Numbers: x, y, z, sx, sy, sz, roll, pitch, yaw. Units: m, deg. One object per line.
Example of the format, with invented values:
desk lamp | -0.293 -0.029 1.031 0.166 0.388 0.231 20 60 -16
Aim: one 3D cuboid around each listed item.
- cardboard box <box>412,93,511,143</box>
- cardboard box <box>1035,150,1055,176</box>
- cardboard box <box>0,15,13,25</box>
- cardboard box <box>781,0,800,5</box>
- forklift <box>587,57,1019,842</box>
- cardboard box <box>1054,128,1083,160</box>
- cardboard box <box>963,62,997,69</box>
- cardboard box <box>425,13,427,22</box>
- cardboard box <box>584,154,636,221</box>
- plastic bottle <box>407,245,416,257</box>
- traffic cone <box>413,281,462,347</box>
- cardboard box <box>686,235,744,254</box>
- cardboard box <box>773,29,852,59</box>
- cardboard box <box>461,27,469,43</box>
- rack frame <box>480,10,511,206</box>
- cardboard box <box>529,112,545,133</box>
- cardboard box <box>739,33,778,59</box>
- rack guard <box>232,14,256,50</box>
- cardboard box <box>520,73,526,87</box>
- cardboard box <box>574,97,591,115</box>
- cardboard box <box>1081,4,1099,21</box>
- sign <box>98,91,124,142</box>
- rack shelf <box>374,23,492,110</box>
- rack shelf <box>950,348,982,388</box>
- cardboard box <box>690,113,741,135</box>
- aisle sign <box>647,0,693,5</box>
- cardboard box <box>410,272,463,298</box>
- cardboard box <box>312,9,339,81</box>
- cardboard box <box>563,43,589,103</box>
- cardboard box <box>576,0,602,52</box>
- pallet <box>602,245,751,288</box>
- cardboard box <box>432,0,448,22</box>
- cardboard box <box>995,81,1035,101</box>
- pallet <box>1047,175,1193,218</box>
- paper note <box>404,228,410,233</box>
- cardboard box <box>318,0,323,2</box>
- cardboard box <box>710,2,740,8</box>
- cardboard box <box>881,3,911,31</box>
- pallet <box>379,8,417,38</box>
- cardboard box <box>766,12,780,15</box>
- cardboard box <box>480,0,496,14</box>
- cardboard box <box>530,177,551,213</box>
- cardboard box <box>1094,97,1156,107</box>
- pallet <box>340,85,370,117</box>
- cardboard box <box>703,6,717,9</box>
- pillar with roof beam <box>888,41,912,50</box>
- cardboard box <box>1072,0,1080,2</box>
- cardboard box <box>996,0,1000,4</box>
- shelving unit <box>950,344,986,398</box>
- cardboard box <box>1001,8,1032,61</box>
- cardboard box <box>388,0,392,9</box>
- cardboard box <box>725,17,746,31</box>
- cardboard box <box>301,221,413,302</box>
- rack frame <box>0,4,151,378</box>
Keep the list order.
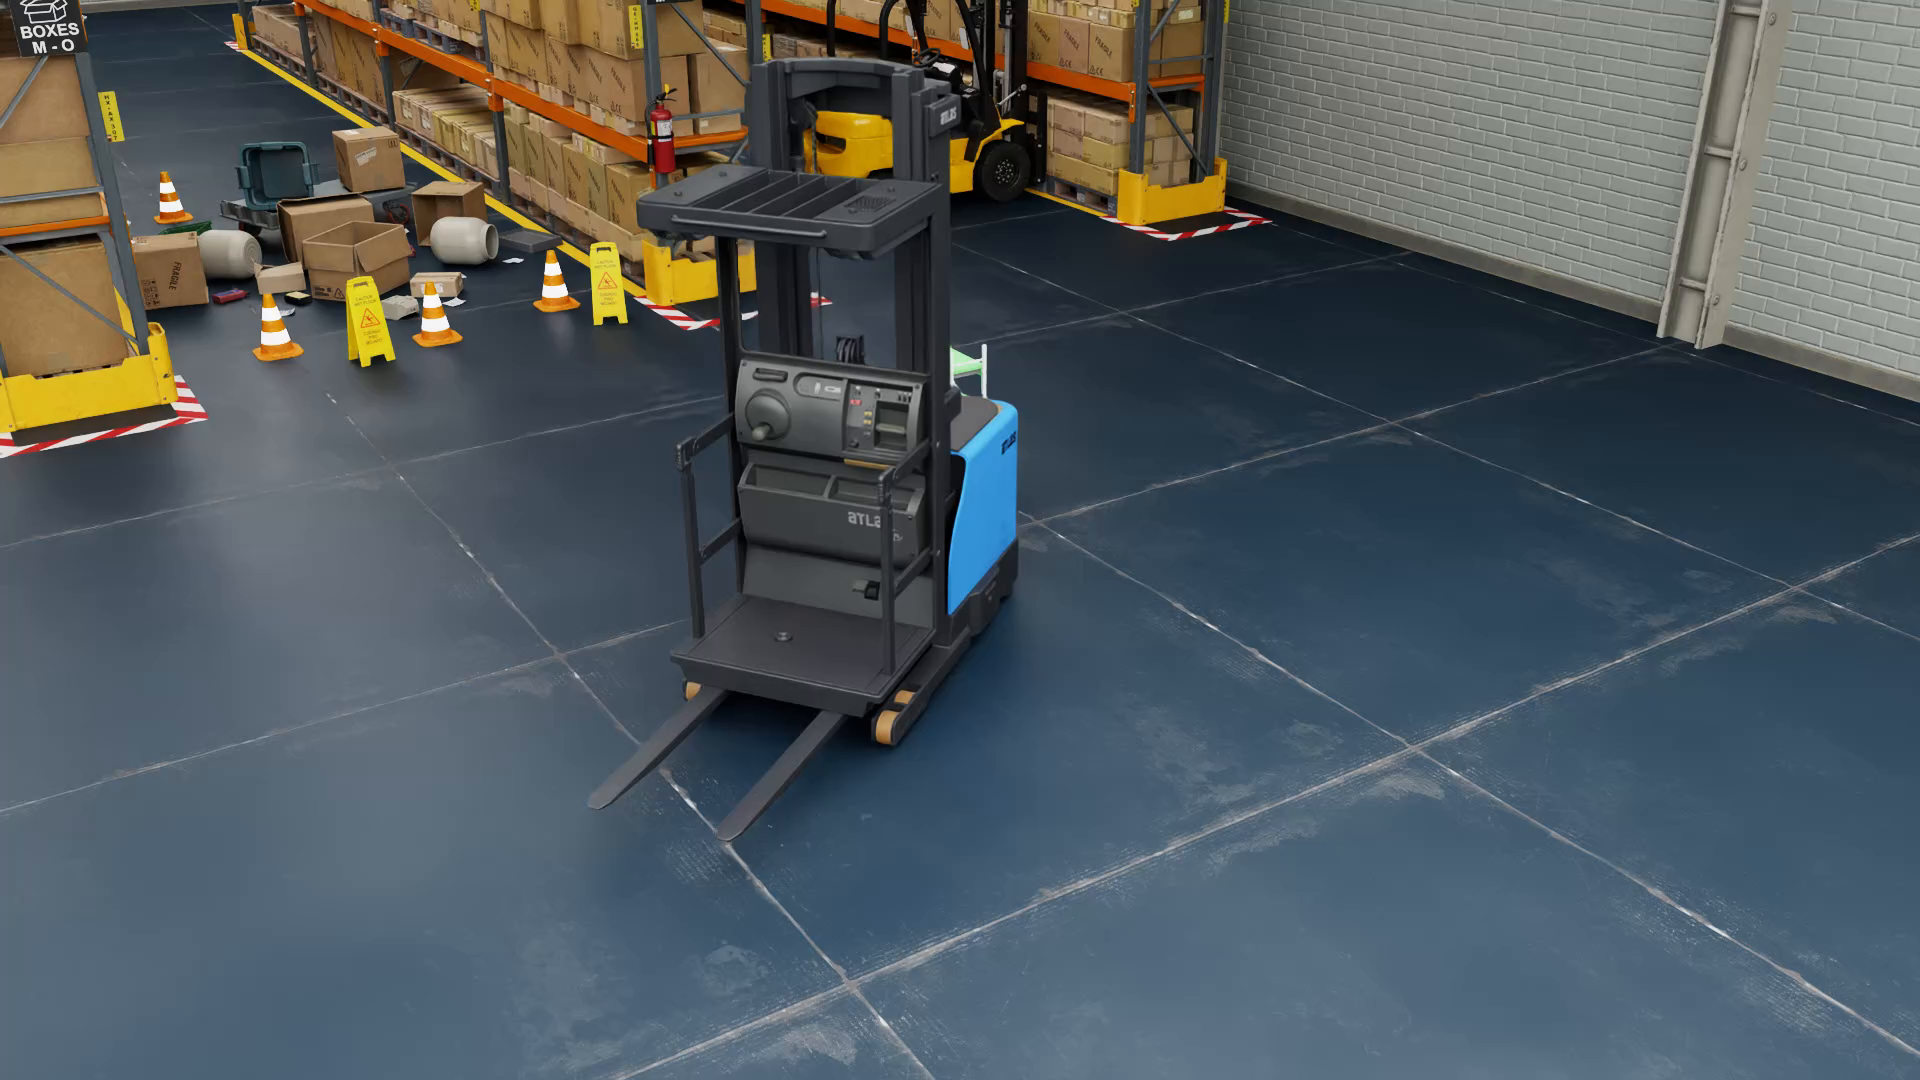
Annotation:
cardboard box | -5.714 -4.864 19.127 0.950 0.372 0.625 -16 30 -31
cardboard box | 1.050 -4.028 17.498 0.500 0.250 0.500 -15 29 -29
cardboard box | -7.287 -3.542 12.299 0.875 0.550 0.500 -16 29 -30
cardboard box | -1.959 -7.023 21.288 0.500 0.250 0.500 -16 30 -31
forklift | -0.688 -0.571 7.526 1.130 2.935 3.031 9 27 19
cardboard box | 1.307 -4.082 17.026 0.500 0.250 0.500 -16 30 -30
cardboard box | 0.347 -5.324 19.072 0.500 0.250 0.500 -15 29 -29
cardboard box | -5.649 -5.765 18.251 0.380 0.149 0.250 -14 29 -28
cardboard box | -3.000 -3.165 14.791 0.500 0.500 0.500 -14 29 -28
plastic bottle | -5.107 -2.671 15.336 0.133 0.061 0.283 -10 27 -21
traffic cone | -4.117 -1.793 13.007 0.336 0.463 0.334 -16 29 -30
cardboard box | -2.266 -2.767 14.827 0.500 0.250 0.500 -16 30 -30
cardboard box | -1.938 -6.377 22.035 0.875 0.625 0.625 -15 29 -28
cardboard box | -4.882 -5.193 17.039 0.380 0.149 0.250 -17 30 -31
rack frame | -4.241 -4.898 16.613 1.000 3.000 0.127 -16 29 -30
cardboard box | -3.845 -3.961 15.718 0.380 0.149 0.250 -14 29 -28
cardboard box | -2.678 -6.648 22.755 0.500 0.500 0.500 -15 29 -28
rack guard | -10.804 -8.069 26.257 1.175 0.500 0.348 -16 29 -30
cardboard box | -3.985 -4.431 15.917 0.380 0.149 0.250 -16 29 -30
cardboard box | -3.197 -3.879 14.748 0.380 0.149 0.250 -16 30 -30
cardboard box | 1.421 -5.215 16.406 0.380 0.149 0.250 -15 29 -29
sign | -5.681 -2.833 11.130 0.100 0.325 0.005 -16 29 -30
rack shelf | -5.332 -5.288 18.282 1.077 0.370 4.000 -16 29 -30
rack shelf | -0.090 -0.978 9.442 0.258 0.148 0.480 -16 29 -30
cardboard box | -2.069 -3.524 13.995 0.380 0.149 0.250 -15 29 -29
aisle sign | -2.266 -4.554 12.837 0.394 0.787 0.004 -16 29 -30
cardboard box | -4.465 -2.176 14.186 0.380 0.149 0.250 -1 25 -3
cardboard box | -8.202 -6.786 22.608 0.875 0.875 0.875 -15 29 -28
cardboard box | -3.124 -4.137 14.535 0.500 0.500 0.500 -16 29 -30
cardboard box | -2.789 -4.414 13.950 0.700 0.500 0.500 -15 29 -29
pallet | -2.512 -2.533 14.868 1.003 0.211 1.213 -16 29 -30
cardboard box | -5.233 -5.743 17.444 0.500 0.500 0.500 -14 29 -28
cardboard box | 0.469 -4.849 18.065 0.500 0.250 0.500 -14 29 -28
pallet | 1.647 -3.629 17.189 1.003 0.211 1.213 -16 29 -30
paper note | -5.381 -2.969 16.003 0.148 0.019 0.142 -16 29 -30
cardboard box | -8.039 -7.101 21.455 0.500 0.250 0.500 -16 30 -30
cardboard box | -3.453 -7.832 24.503 0.380 0.149 0.250 -15 29 -28
cardboard box | -0.578 -6.108 19.351 0.500 0.250 0.500 -15 29 -28
pallet | -5.946 -6.012 19.197 1.213 0.211 1.003 -16 29 -30
cardboard box | -2.687 -7.390 23.566 0.380 0.149 0.250 -17 30 -32
cardboard box | -4.182 -5.322 15.874 0.700 0.500 0.500 -16 30 -30
cardboard box | -3.844 -3.383 16.131 0.500 0.250 0.500 -14 29 -27
cardboard box | 1.720 -4.418 17.153 0.500 0.250 0.500 -15 29 -29
pallet | -7.453 -5.804 21.797 1.003 0.211 1.213 -16 29 -30
cardboard box | -3.713 -7.628 24.071 0.380 0.149 0.250 -14 29 -28
pillar with roof beam | -4.407 -8.941 18.148 9.100 9.000 0.400 -16 29 -30
cardboard box | 1.328 -5.453 16.561 0.380 0.149 0.250 -15 29 -29
cardboard box | 0.545 -5.755 17.551 0.380 0.149 0.250 -17 30 -31
shelving unit | -0.090 -0.602 9.619 0.258 1.200 0.503 -16 29 -30
cardboard box | 0.772 -5.334 17.418 0.500 0.500 0.500 -15 29 -29
cardboard box | -6.402 -6.246 19.269 0.380 0.149 0.250 -17 30 -32
cardboard box | -3.031 -7.153 23.064 0.380 0.149 0.250 -17 30 -31
cardboard box | -5.137 -2.377 14.196 0.637 0.503 0.797 7 26 15
rack frame | -6.149 -2.278 11.062 1.000 3.000 0.127 -16 29 -30
